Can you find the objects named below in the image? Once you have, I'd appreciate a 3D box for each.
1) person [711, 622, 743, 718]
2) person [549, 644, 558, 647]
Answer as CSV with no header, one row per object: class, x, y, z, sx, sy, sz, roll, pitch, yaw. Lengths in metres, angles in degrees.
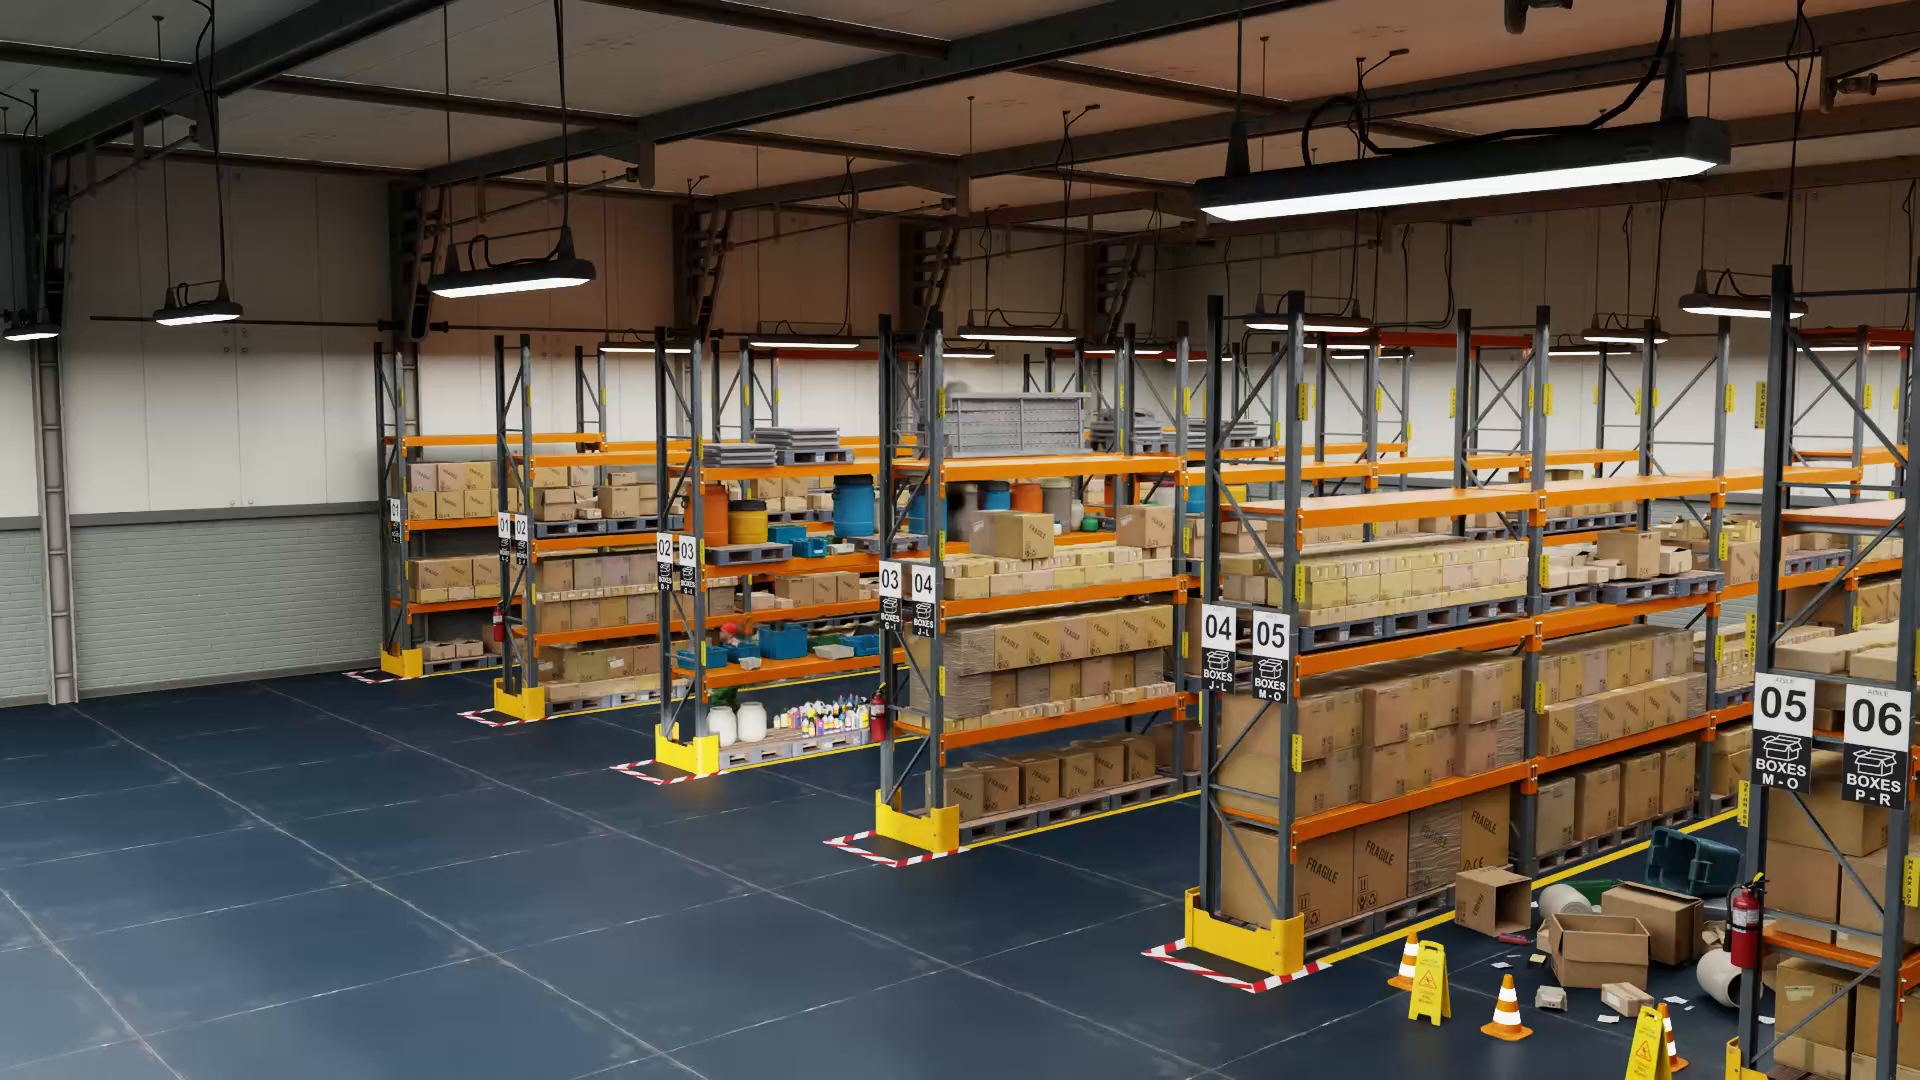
person,-3.407,2.061,24.791,0.646,1.692,0.758,-2,5,-19
person,-7.207,1.645,28.878,0.641,1.778,0.694,3,6,33
